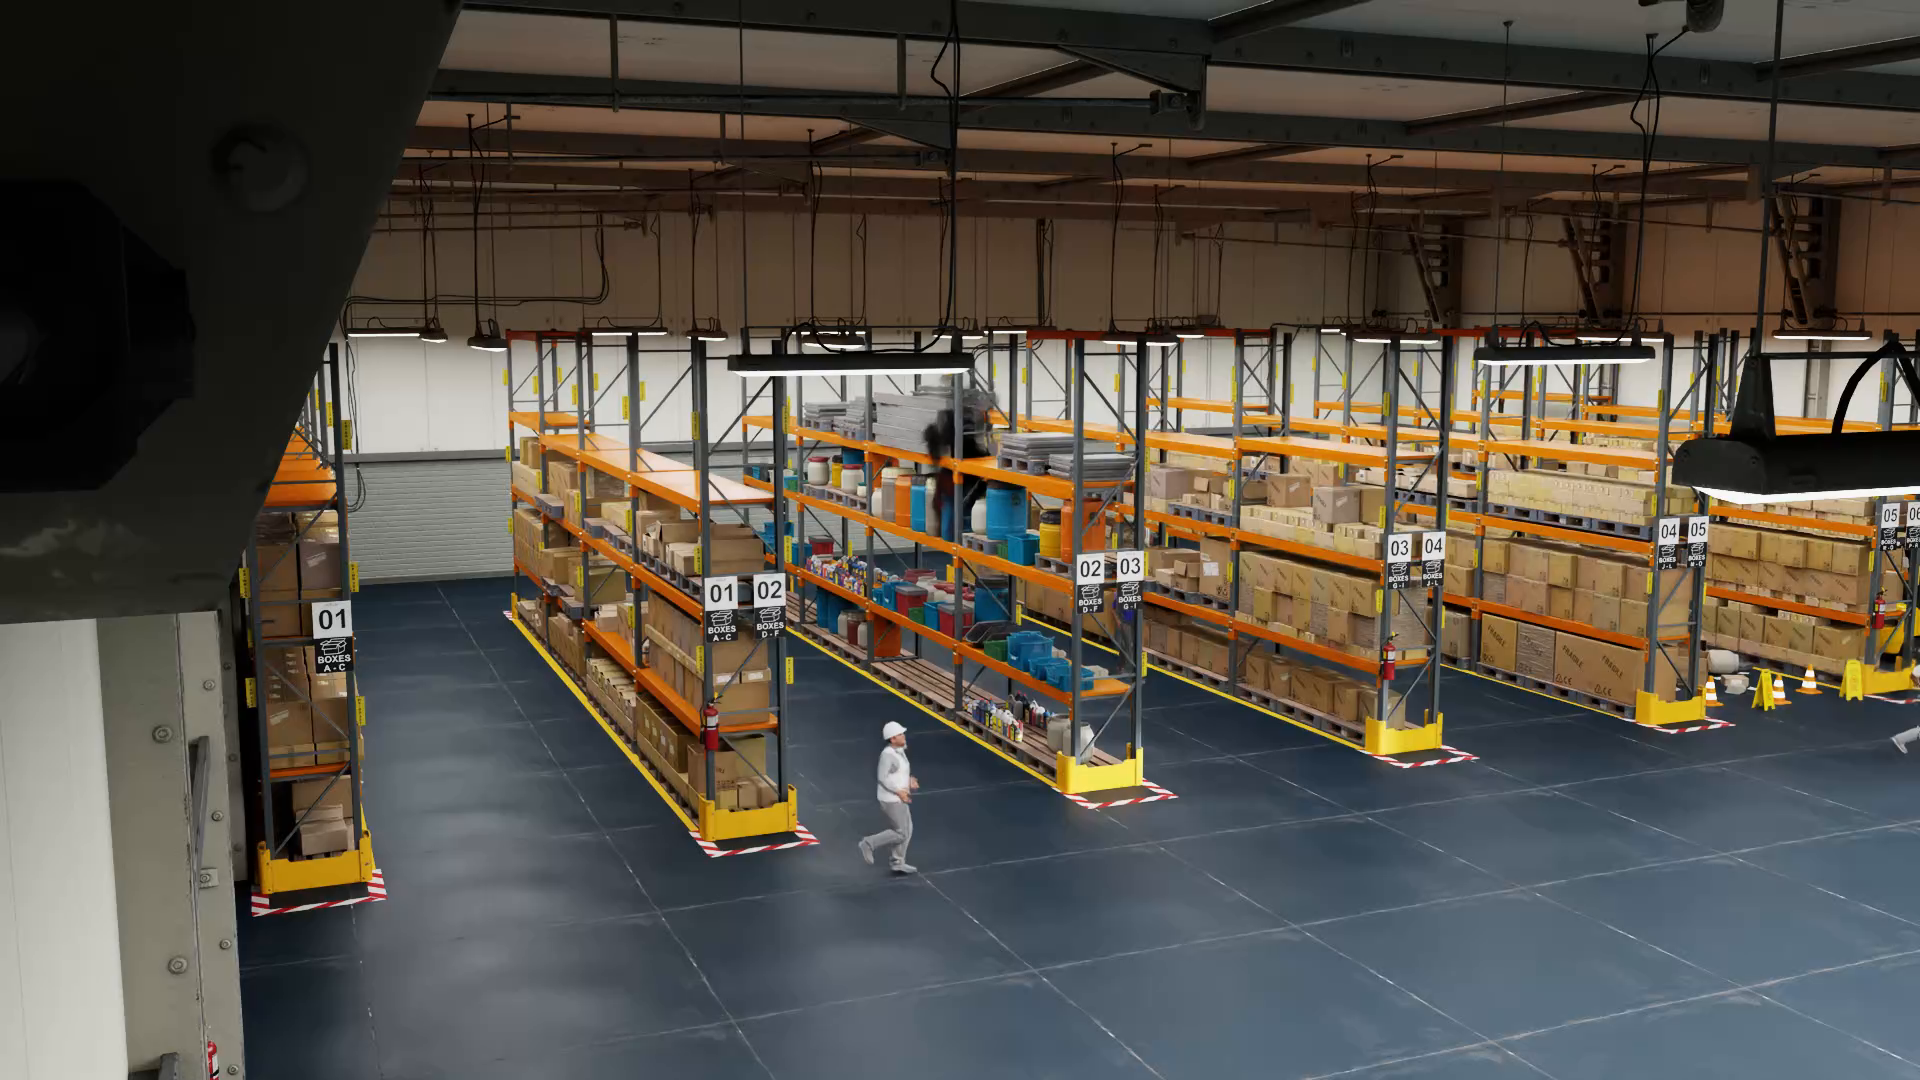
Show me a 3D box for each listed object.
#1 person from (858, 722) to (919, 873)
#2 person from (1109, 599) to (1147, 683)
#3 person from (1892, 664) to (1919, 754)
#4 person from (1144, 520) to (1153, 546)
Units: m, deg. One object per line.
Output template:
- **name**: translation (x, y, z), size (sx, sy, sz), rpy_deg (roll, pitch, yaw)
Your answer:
- **person**: translation (-0.810, 2.919, 18.922), size (0.647, 1.754, 0.663), rpy_deg (1, 8, 7)
- **person**: translation (2.824, 1.492, 27.408), size (0.574, 1.691, 0.858), rpy_deg (-5, 9, -32)
- **person**: translation (13.697, 2.304, 23.509), size (0.898, 1.696, 0.580), rpy_deg (2, 8, 17)
- **person**: translation (4.147, 0.325, 37.889), size (0.723, 1.737, 0.652), rpy_deg (-3, 8, -19)
